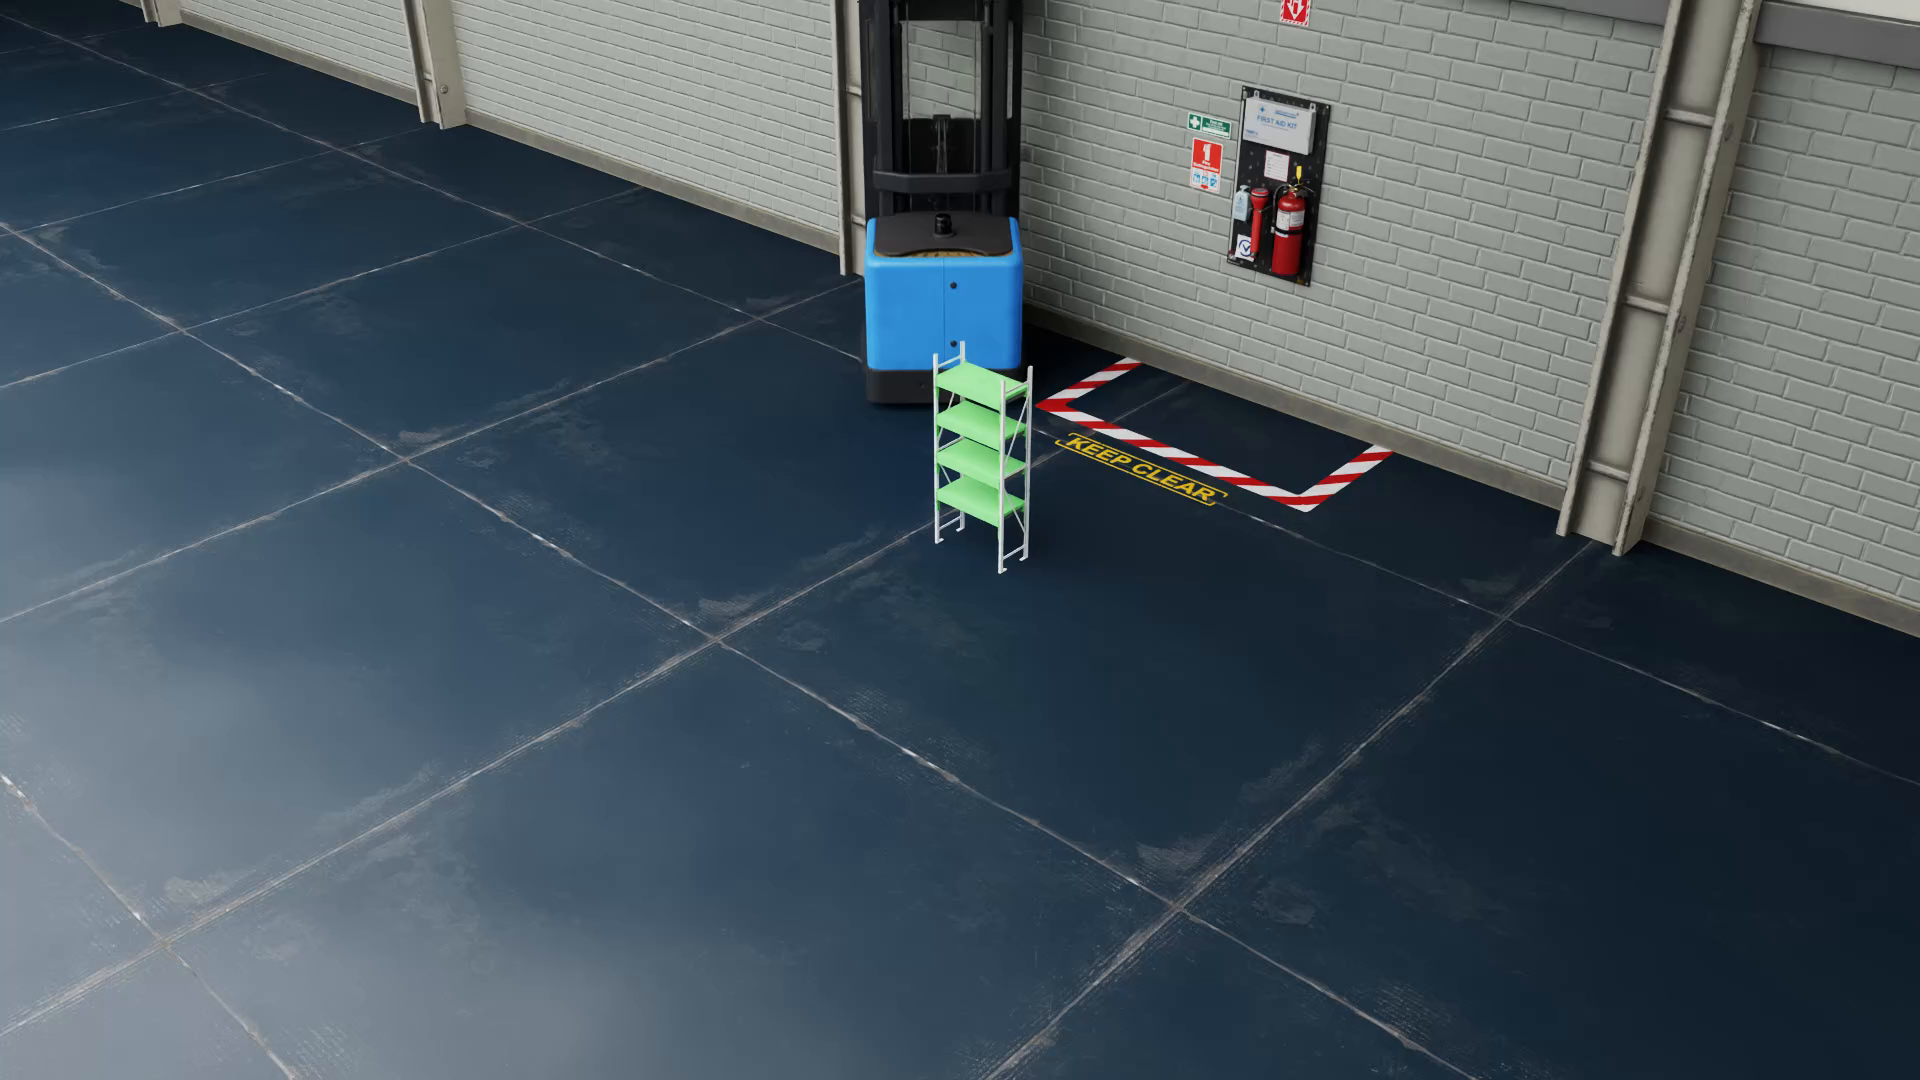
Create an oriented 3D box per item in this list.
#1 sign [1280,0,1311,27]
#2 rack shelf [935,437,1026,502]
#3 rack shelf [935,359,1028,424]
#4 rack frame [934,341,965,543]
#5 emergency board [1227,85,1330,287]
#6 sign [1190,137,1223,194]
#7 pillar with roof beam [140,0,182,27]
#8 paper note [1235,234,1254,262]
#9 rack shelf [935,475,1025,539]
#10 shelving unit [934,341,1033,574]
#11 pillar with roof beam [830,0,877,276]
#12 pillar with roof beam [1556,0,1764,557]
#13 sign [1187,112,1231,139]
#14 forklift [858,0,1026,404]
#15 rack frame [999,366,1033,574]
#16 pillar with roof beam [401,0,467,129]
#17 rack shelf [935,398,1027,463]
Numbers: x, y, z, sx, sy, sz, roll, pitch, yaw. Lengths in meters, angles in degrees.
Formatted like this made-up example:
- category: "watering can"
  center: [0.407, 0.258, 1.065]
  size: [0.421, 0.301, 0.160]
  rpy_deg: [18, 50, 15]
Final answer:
- category: "sign"
  center: [1.999, -3.218, 9.885]
  size: [0.199, 0.298, 0.001]
  rpy_deg: [25, 39, 35]
- category: "rack shelf"
  center: [0.123, -0.402, 9.323]
  size: [0.480, 0.148, 0.258]
  rpy_deg: [25, 39, 35]
- category: "rack shelf"
  center: [0.123, -0.813, 9.075]
  size: [0.480, 0.148, 0.258]
  rpy_deg: [25, 39, 35]
- category: "rack frame"
  center: [-0.058, -0.541, 9.430]
  size: [0.015, 1.200, 0.240]
  rpy_deg: [25, 39, 35]
- category: "emergency board"
  center: [1.938, -2.184, 10.415]
  size: [0.643, 1.169, 0.194]
  rpy_deg: [25, 39, 35]
- category: "sign"
  center: [1.597, -2.430, 10.789]
  size: [0.234, 0.329, 0.001]
  rpy_deg: [25, 39, 35]
- category: "pillar with roof beam"
  center: [-12.490, -8.468, 15.036]
  size: [0.400, 9.000, 9.100]
  rpy_deg: [25, 39, 35]
- category: "paper note"
  center: [1.853, -1.895, 10.788]
  size: [0.142, 0.148, 0.016]
  rpy_deg: [25, 39, 35]
- category: "rack shelf"
  center: [0.123, -0.196, 9.447]
  size: [0.480, 0.148, 0.258]
  rpy_deg: [25, 39, 35]
- category: "shelving unit"
  center: [0.123, -0.457, 9.290]
  size: [0.503, 1.200, 0.258]
  rpy_deg: [25, 39, 35]
- category: "pillar with roof beam"
  center: [-3.593, -4.315, 8.137]
  size: [0.400, 9.000, 9.100]
  rpy_deg: [25, 39, 35]
- category: "pillar with roof beam"
  center: [0.856, -2.239, 4.688]
  size: [0.400, 9.000, 9.100]
  rpy_deg: [25, 39, 35]
- category: "sign"
  center: [1.595, -2.653, 10.644]
  size: [0.331, 0.109, 0.001]
  rpy_deg: [25, 39, 35]
- category: "forklift"
  center: [-0.131, -2.886, 11.647]
  size: [1.130, 2.935, 3.031]
  rpy_deg: [-1, 31, -1]
- category: "rack frame"
  center: [0.304, -0.372, 9.150]
  size: [0.015, 1.200, 0.240]
  rpy_deg: [25, 39, 35]
- category: "pillar with roof beam"
  center: [-8.041, -6.392, 11.587]
  size: [0.400, 9.000, 9.100]
  rpy_deg: [25, 39, 35]
- category: "rack shelf"
  center: [0.123, -0.608, 9.199]
  size: [0.480, 0.148, 0.258]
  rpy_deg: [25, 39, 35]
